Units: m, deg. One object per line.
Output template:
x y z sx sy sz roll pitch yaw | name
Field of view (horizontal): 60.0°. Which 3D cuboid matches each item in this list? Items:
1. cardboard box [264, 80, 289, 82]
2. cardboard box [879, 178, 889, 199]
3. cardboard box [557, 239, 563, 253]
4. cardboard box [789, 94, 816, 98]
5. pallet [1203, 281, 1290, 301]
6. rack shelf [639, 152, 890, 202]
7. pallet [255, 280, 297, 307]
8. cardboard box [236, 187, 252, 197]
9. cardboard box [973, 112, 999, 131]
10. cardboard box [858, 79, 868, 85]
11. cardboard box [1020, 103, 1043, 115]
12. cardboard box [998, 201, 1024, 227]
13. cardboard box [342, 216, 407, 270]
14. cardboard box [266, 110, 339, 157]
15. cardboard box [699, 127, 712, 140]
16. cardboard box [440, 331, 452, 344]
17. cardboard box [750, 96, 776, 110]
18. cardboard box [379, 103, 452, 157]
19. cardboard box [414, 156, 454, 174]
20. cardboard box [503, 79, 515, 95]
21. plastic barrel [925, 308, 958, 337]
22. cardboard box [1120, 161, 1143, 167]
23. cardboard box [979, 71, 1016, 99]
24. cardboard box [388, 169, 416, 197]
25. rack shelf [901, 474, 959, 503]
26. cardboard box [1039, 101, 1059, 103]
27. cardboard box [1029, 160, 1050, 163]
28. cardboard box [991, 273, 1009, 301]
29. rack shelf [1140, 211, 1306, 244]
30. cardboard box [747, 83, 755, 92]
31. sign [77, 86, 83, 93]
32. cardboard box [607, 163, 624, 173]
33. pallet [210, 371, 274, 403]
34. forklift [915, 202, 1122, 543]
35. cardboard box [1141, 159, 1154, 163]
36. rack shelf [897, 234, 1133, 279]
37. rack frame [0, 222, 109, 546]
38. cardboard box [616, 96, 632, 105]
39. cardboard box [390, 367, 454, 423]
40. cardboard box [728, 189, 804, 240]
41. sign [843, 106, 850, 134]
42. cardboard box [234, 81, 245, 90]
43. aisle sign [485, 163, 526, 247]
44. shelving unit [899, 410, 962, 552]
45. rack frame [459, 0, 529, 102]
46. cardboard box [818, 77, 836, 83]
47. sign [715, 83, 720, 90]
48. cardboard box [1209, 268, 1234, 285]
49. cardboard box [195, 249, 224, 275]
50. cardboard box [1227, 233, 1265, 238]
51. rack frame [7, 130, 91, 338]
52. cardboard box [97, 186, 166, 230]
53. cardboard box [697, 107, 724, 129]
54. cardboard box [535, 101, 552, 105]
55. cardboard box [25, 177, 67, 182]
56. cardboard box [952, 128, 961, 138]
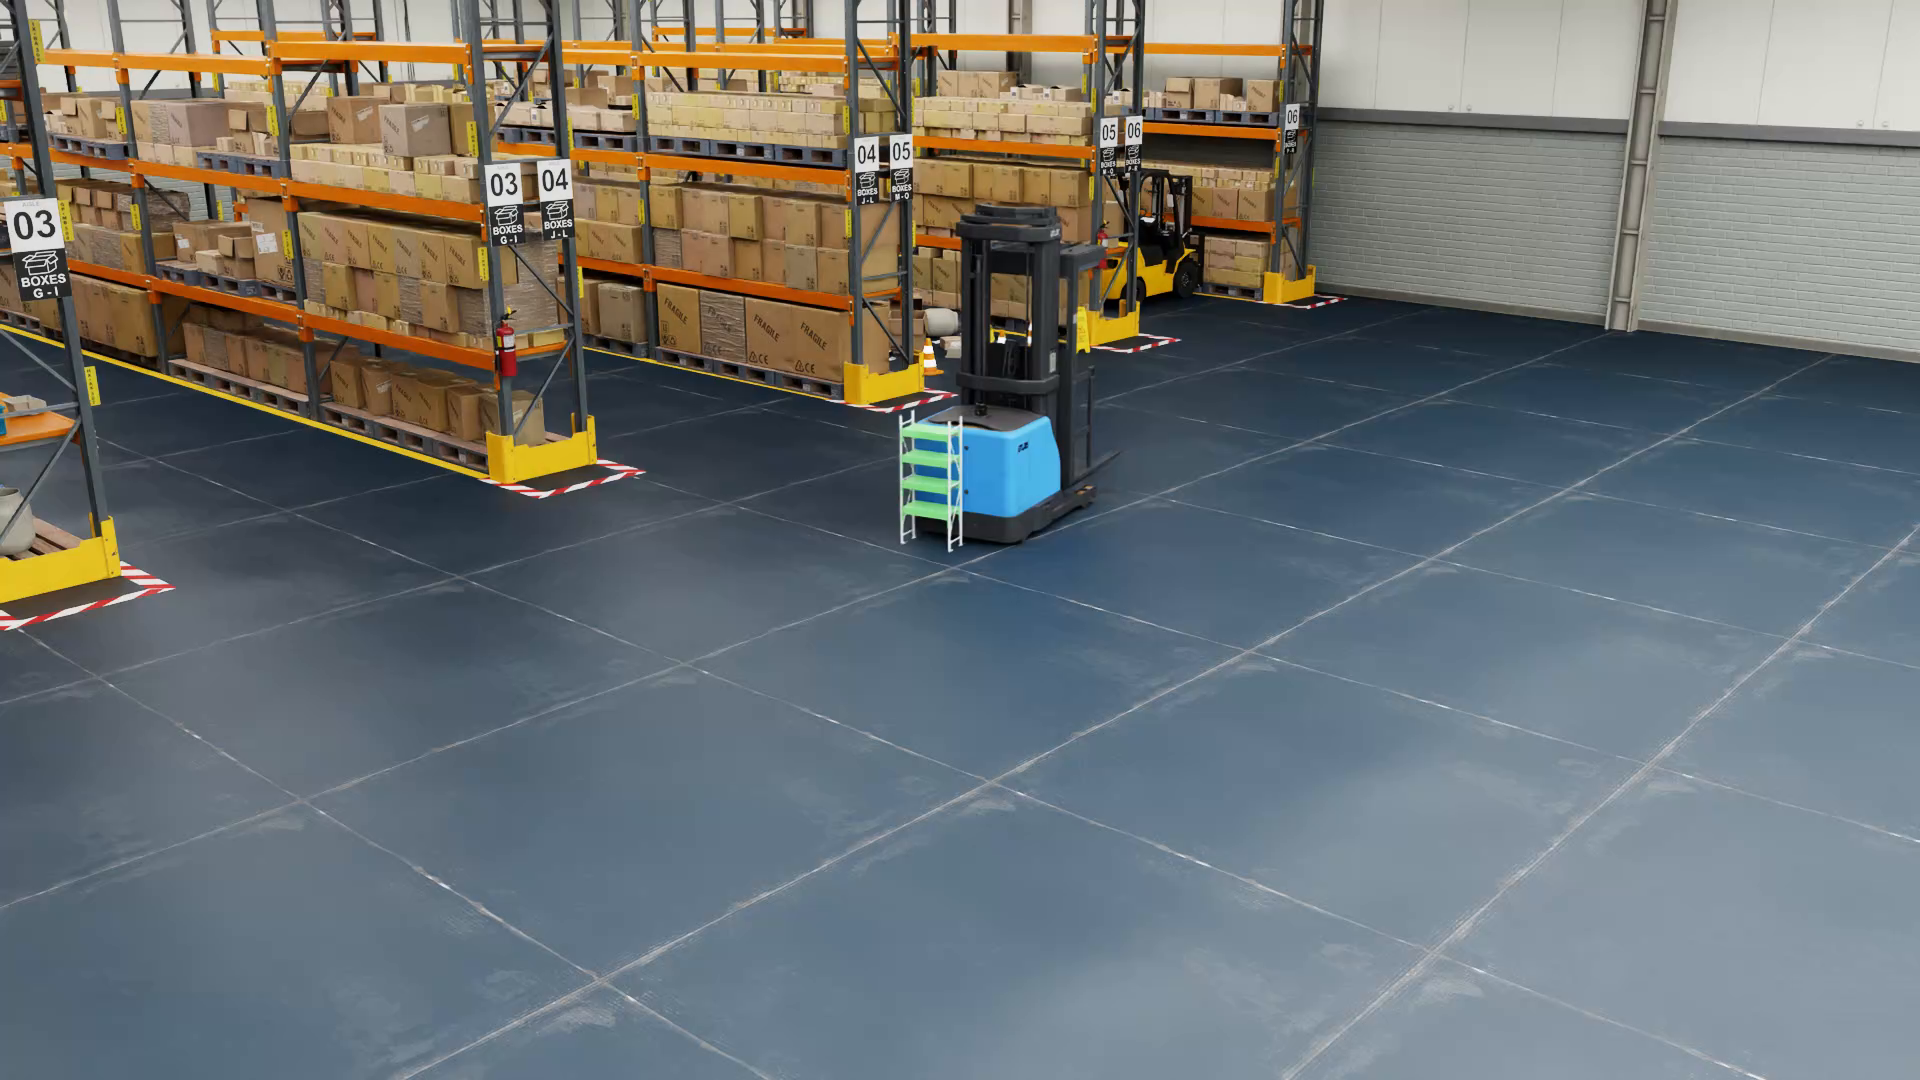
-12.177 -8.127 29.704 0.250 0.149 0.380 14 22 38 | cardboard box
-1.245 -5.625 26.665 0.500 0.500 0.500 15 23 38 | cardboard box
-5.662 -4.451 24.151 0.500 0.500 0.500 15 23 39 | cardboard box
-1.953 -5.584 21.165 0.250 0.149 0.380 15 23 39 | cardboard box
4.937 -4.331 28.547 1.213 0.211 1.003 15 23 39 | pallet
-2.461 -4.740 21.457 4.000 0.370 1.077 15 23 39 | rack shelf
-7.800 -3.048 20.212 1.213 0.211 1.003 15 23 39 | pallet
-12.780 -6.501 30.119 0.500 0.500 0.500 16 24 42 | cardboard box
0.538 -6.239 24.747 0.500 0.250 0.500 15 23 40 | cardboard box
-1.871 -9.075 33.023 0.250 0.149 0.380 15 23 39 | cardboard box
1.092 -6.304 24.293 0.250 0.149 0.380 15 23 39 | cardboard box
0.913 -4.831 24.856 0.500 0.500 0.500 15 23 39 | cardboard box
-6.408 -3.270 18.286 0.500 0.500 0.500 15 23 39 | cardboard box
-7.611 -4.749 19.431 0.637 0.503 0.797 14 22 37 | cardboard box
-3.148 -5.259 21.458 0.250 0.149 0.380 15 23 38 | cardboard box
-5.268 -2.183 17.585 0.250 0.149 0.380 15 23 39 | cardboard box
-2.393 -5.436 20.698 0.250 0.149 0.380 15 23 38 | cardboard box
-5.660 -4.261 17.276 0.500 0.500 0.500 15 23 39 | cardboard box
-5.345 -3.837 17.012 0.250 0.149 0.380 15 23 40 | cardboard box
-8.636 -8.928 32.751 0.500 0.311 0.500 16 23 40 | cardboard box
-0.305 -3.236 24.747 0.512 0.421 0.421 -3 18 -8 | plastic barrel
3.039 -6.605 29.374 0.250 0.149 0.380 14 23 38 | cardboard box
0.695 -8.442 30.909 0.500 0.500 0.500 16 23 41 | cardboard box
-5.615 -3.752 17.402 0.500 0.250 0.500 16 23 40 | cardboard box
-0.260 -0.467 14.949 0.480 0.148 0.258 9 20 26 | rack shelf
1.382 -6.406 24.614 0.250 0.149 0.380 15 23 39 | cardboard box
1.506 -7.063 31.308 0.250 0.149 0.380 15 23 39 | cardboard box
0.707 -3.948 25.342 0.500 0.500 0.500 14 23 38 | cardboard box
4.041 -5.574 29.045 4.000 0.370 1.077 15 23 39 | rack shelf
-4.361 -9.567 35.235 0.500 0.250 0.500 14 22 37 | cardboard box
-12.955 -6.510 24.470 0.005 0.325 0.100 15 23 39 | sign
-6.193 -7.076 30.770 0.500 0.500 0.500 15 23 39 | cardboard box
-8.825 -2.025 21.281 1.213 0.211 1.003 15 23 39 | pallet
0.704 -1.768 15.976 1.130 2.935 3.031 9 20 26 | forklift
3.352 -6.712 29.710 0.250 0.149 0.380 15 23 39 | cardboard box
0.749 -4.451 25.504 4.000 0.370 1.077 15 23 39 | rack shelf
-7.621 -1.029 13.534 0.127 3.000 1.000 15 23 39 | rack frame
-6.016 -7.987 30.190 0.250 0.166 0.380 13 22 36 | cardboard box
-6.102 -1.652 18.935 0.500 0.500 0.500 13 22 34 | cardboard box
-2.501 -4.231 21.589 0.500 0.550 0.875 15 23 39 | cardboard box
-1.336 -4.946 19.583 0.005 0.325 0.100 15 23 39 | sign
-12.662 -8.079 29.551 0.250 0.149 0.380 16 24 41 | cardboard box
-4.486 -3.309 16.419 0.004 0.787 0.394 15 23 39 | aisle sign
-0.260 -0.528 14.930 0.503 1.200 0.258 9 20 26 | shelving unit
-6.949 -7.717 24.691 0.127 3.000 1.000 15 23 39 | rack frame
-2.658 -9.284 33.649 0.250 0.149 0.380 15 23 40 | cardboard box
-4.113 -7.588 28.257 0.005 0.325 0.100 15 23 39 | sign
4.610 -4.530 28.417 0.500 0.250 0.500 15 23 39 | cardboard box
-9.216 -3.496 20.861 0.500 0.250 0.500 14 22 38 | cardboard box
4.927 -5.121 28.624 0.500 0.250 0.500 15 23 39 | cardboard box
-13.308 -4.559 24.657 0.127 3.000 1.000 15 23 39 | rack frame
-11.338 -4.564 22.848 0.637 0.503 0.797 16 23 40 | cardboard box
-3.021 -5.439 21.367 0.500 0.250 0.500 15 23 39 | cardboard box
-5.968 -6.351 24.632 0.500 0.311 0.500 15 23 39 | cardboard box
-13.860 -5.242 25.324 0.500 0.500 0.500 15 23 39 | cardboard box
0.094 -6.181 25.225 0.250 0.149 0.380 14 22 38 | cardboard box
